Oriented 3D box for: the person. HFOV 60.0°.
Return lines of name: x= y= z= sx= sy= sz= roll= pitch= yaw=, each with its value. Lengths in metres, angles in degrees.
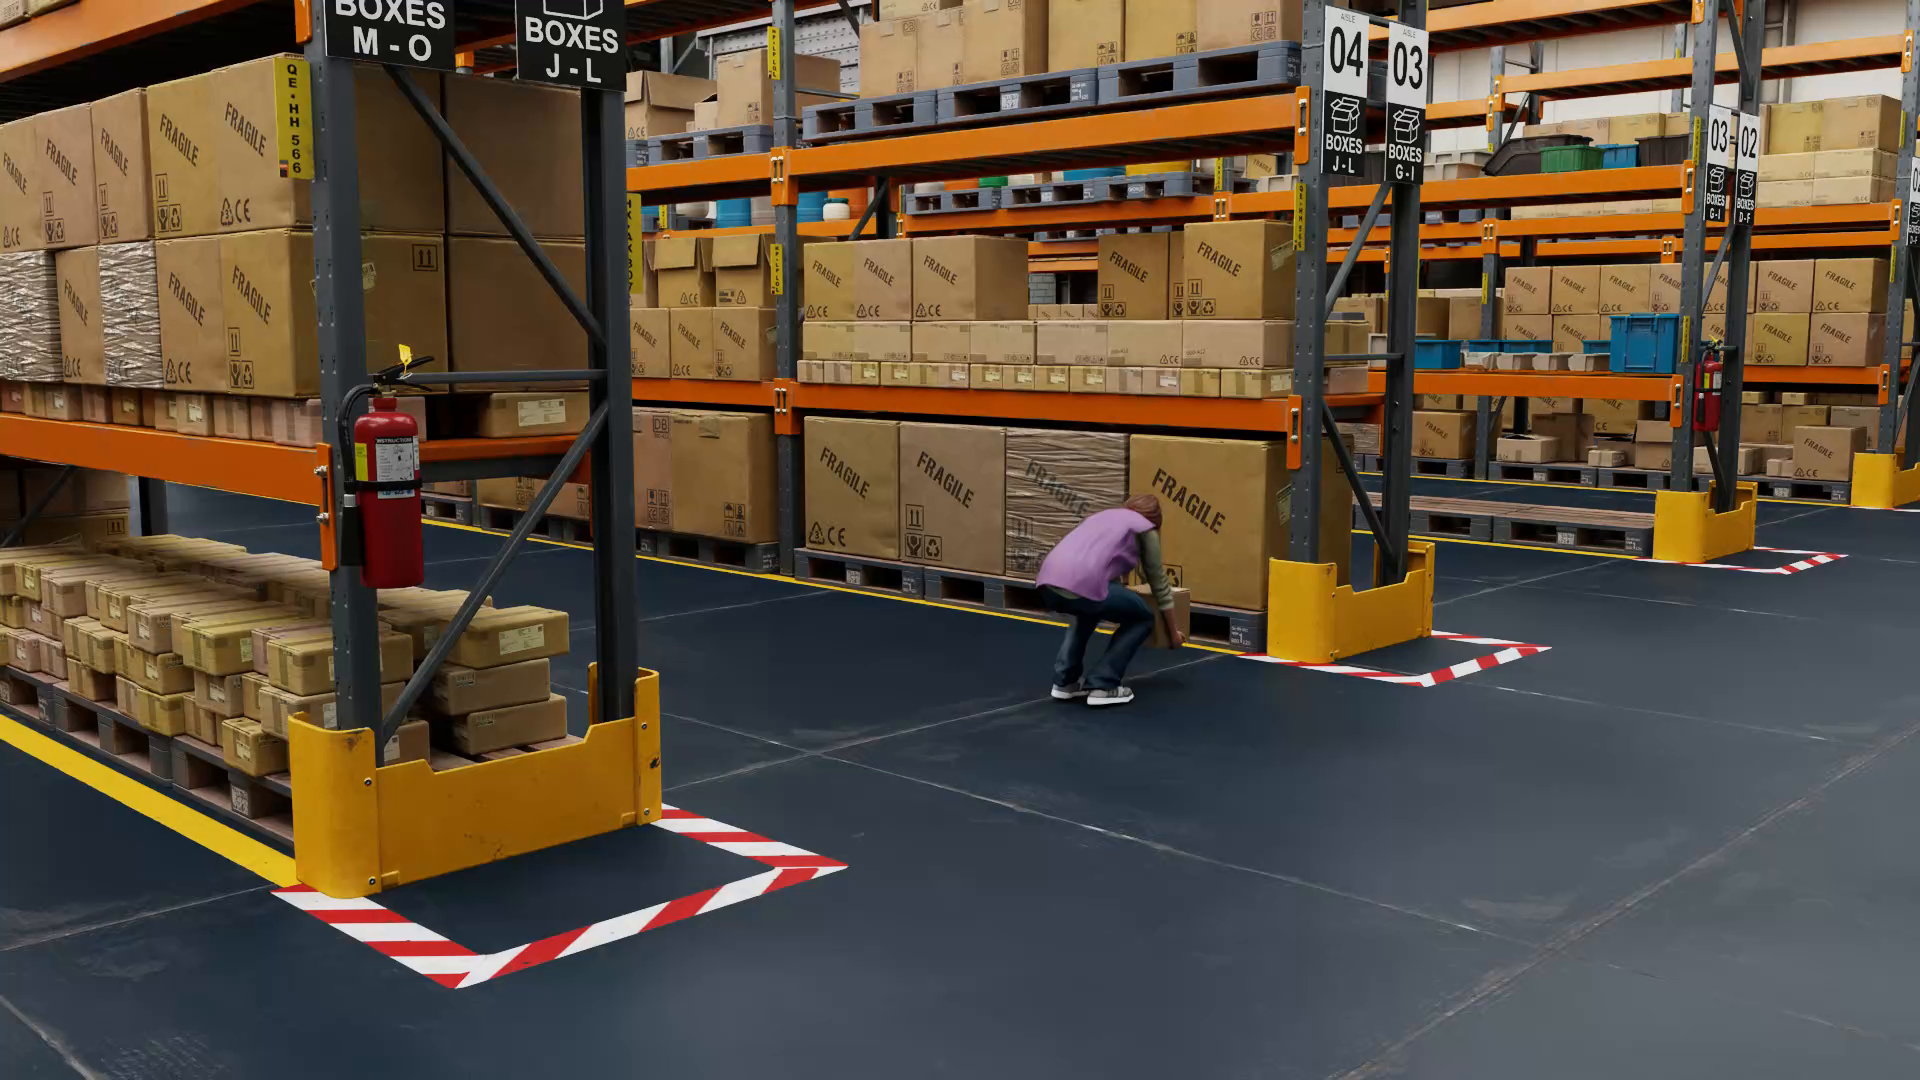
person: x=0.671 y=0.267 z=7.508 sx=0.425 sy=0.895 sz=0.839 roll=6 pitch=10 yaw=42
